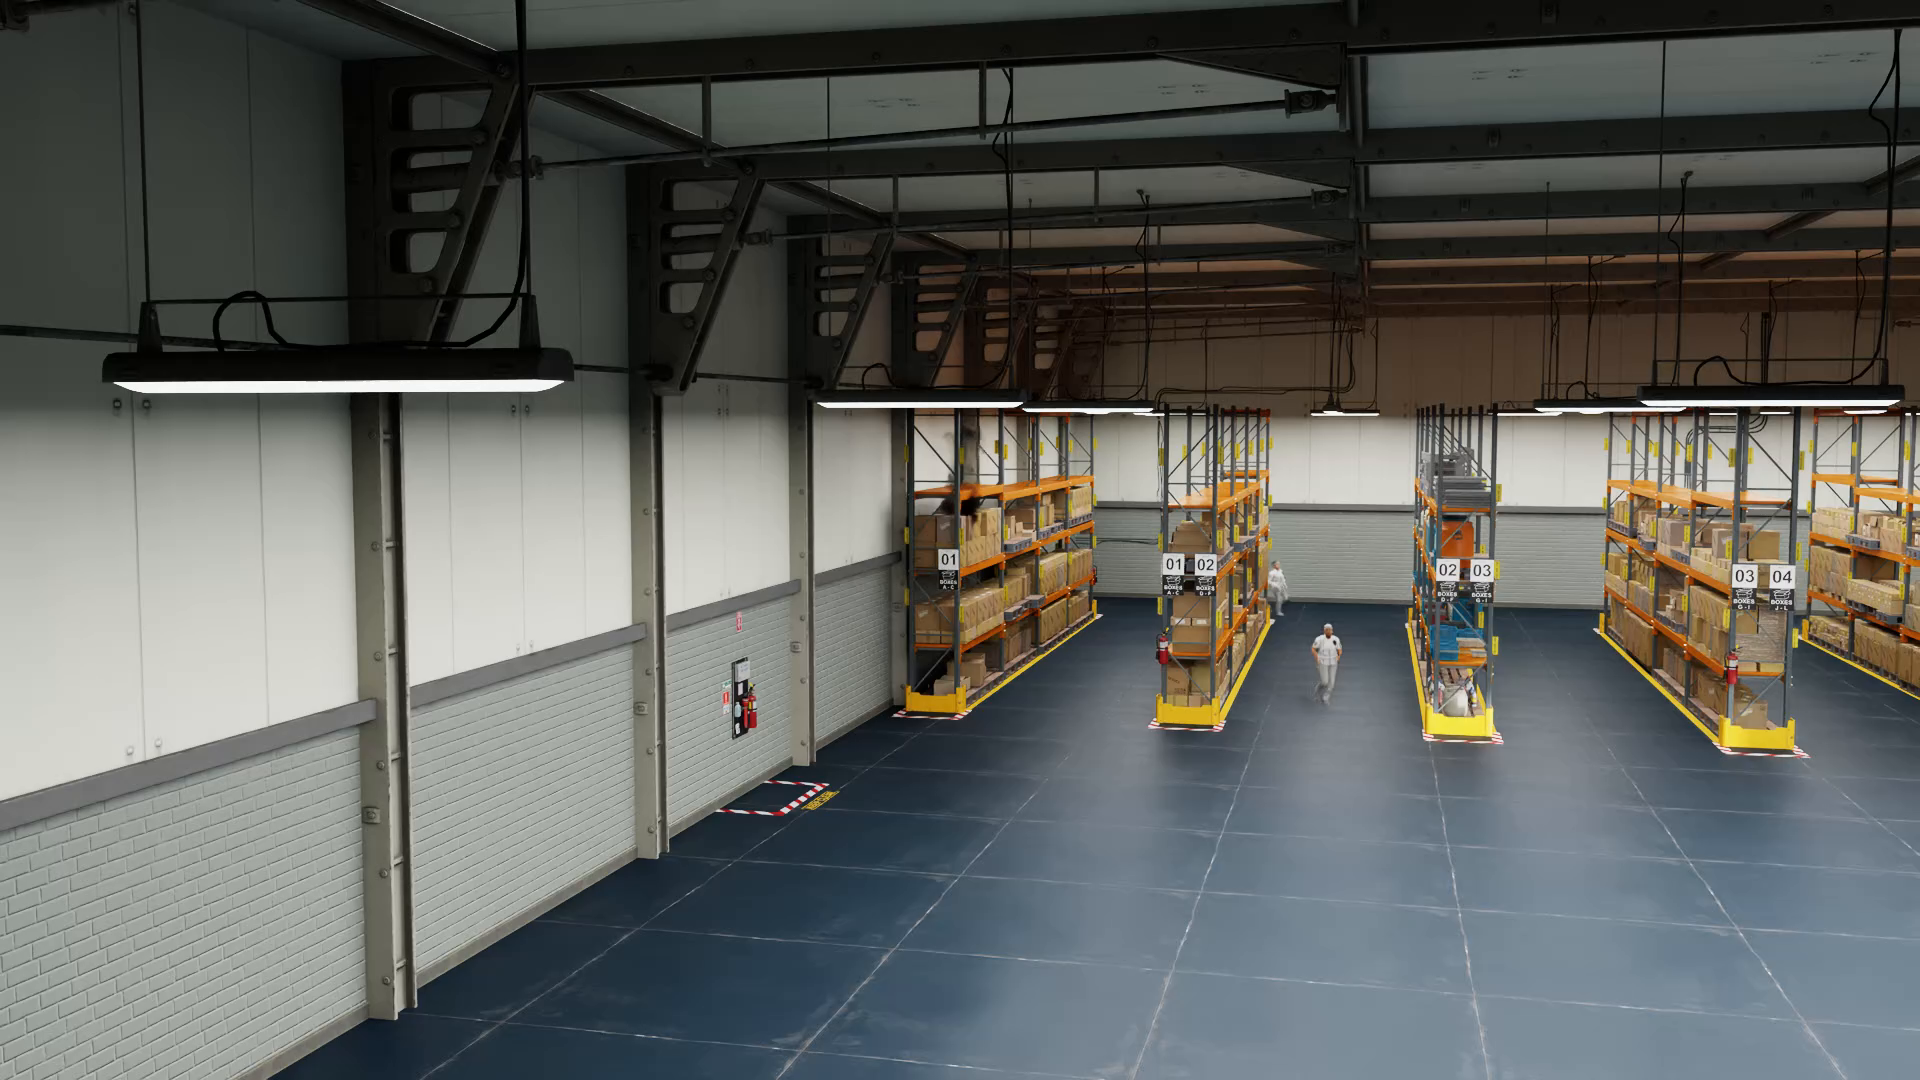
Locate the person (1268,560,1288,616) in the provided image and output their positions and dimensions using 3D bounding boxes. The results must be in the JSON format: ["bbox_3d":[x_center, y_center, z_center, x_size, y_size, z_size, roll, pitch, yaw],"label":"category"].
[{"bbox_3d":[9.250,1.391,48.212,0.619,1.634,0.465,-2,5,-24],"label":"person"}]

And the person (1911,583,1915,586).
[{"bbox_3d":[23.808,1.895,41.474,0.573,1.624,0.599,1,4,9],"label":"person"}]

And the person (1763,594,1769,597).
[{"bbox_3d":[21.257,1.760,43.736,0.609,1.580,0.604,-4,6,-42],"label":"person"}]

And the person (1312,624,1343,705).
[{"bbox_3d":[7.363,2.493,33.234,0.591,1.636,0.558,0,4,-3],"label":"person"}]
